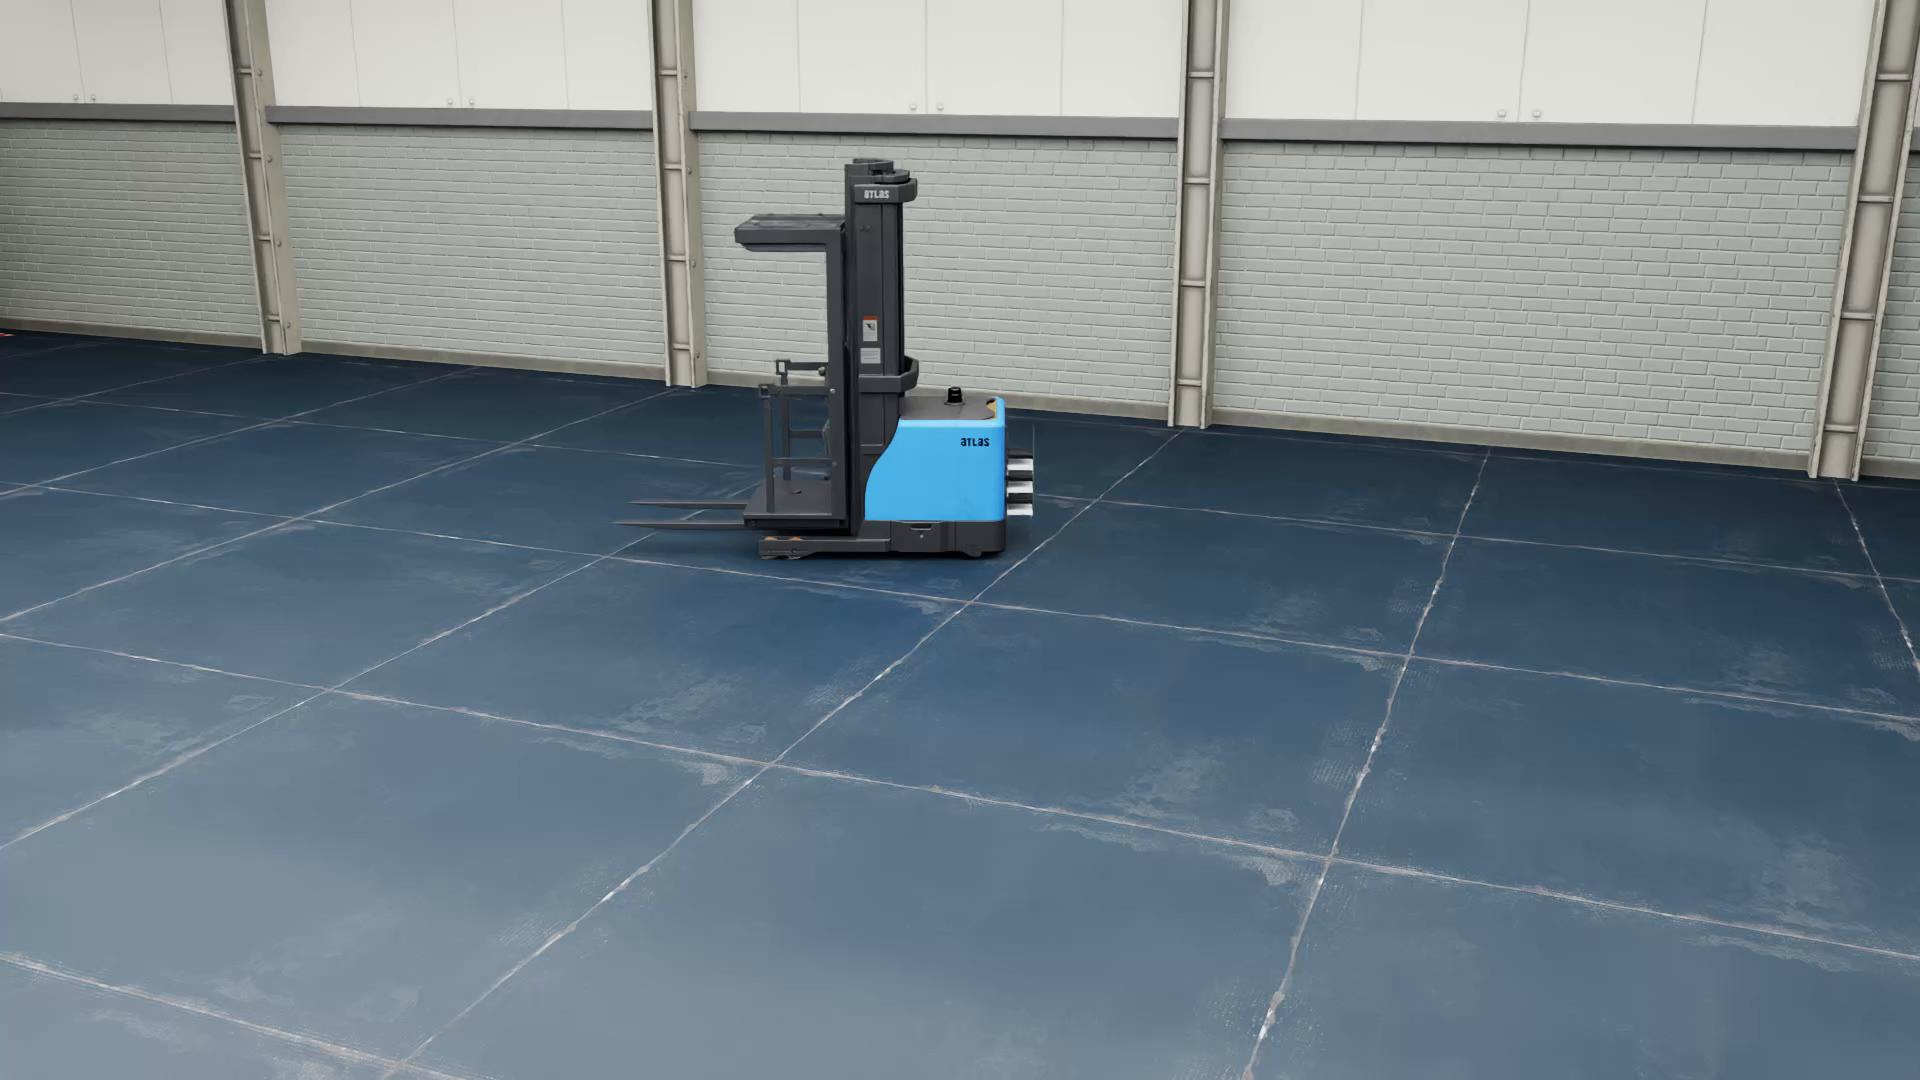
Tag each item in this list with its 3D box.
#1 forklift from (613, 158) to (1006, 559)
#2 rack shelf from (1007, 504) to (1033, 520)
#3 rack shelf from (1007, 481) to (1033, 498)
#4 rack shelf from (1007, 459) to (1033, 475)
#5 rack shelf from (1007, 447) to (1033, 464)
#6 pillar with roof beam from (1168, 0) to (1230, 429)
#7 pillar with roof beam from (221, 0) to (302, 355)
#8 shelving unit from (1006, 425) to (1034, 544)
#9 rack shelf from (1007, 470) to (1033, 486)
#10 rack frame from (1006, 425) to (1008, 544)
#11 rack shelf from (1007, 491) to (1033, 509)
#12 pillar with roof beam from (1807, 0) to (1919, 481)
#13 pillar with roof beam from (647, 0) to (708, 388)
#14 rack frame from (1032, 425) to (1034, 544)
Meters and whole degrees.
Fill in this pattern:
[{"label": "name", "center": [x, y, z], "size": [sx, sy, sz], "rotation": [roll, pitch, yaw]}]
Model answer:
[{"label": "forklift", "center": [-1.156, -1.406, 12.760], "size": [3.031, 2.935, 1.130], "rotation": [0, 16, 1]}, {"label": "rack shelf", "center": [0.471, -0.230, 13.117], "size": [0.200, 0.077, 0.258], "rotation": [0, 16, 1]}, {"label": "rack shelf", "center": [0.471, -0.403, 13.067], "size": [0.200, 0.077, 0.258], "rotation": [0, 16, 1]}, {"label": "rack shelf", "center": [0.471, -0.576, 13.017], "size": [0.200, 0.077, 0.258], "rotation": [0, 16, 1]}, {"label": "rack shelf", "center": [0.471, -0.662, 12.992], "size": [0.200, 0.077, 0.258], "rotation": [0, 16, 1]}, {"label": "pillar with roof beam", "center": [0.815, -4.409, 12.220], "size": [0.400, 9.000, 9.100], "rotation": [6, 17, 21]}, {"label": "pillar with roof beam", "center": [-10.348, -5.636, 16.448], "size": [0.400, 9.000, 9.100], "rotation": [6, 17, 21]}, {"label": "shelving unit", "center": [0.471, -0.435, 13.058], "size": [0.210, 0.900, 0.258], "rotation": [0, 16, 1]}, {"label": "rack shelf", "center": [0.471, -0.489, 13.042], "size": [0.200, 0.077, 0.258], "rotation": [0, 16, 1]}, {"label": "rack frame", "center": [0.369, -0.436, 13.060], "size": [0.006, 0.900, 0.240], "rotation": [0, 16, 1]}, {"label": "rack shelf", "center": [0.471, -0.316, 13.092], "size": [0.200, 0.077, 0.258], "rotation": [0, 16, 1]}, {"label": "pillar with roof beam", "center": [6.397, -3.795, 10.105], "size": [0.400, 9.000, 9.100], "rotation": [6, 17, 21]}, {"label": "pillar with roof beam", "center": [-4.766, -5.023, 14.334], "size": [0.400, 9.000, 9.100], "rotation": [6, 17, 21]}, {"label": "rack frame", "center": [0.572, -0.434, 13.055], "size": [0.006, 0.900, 0.240], "rotation": [0, 16, 1]}]
